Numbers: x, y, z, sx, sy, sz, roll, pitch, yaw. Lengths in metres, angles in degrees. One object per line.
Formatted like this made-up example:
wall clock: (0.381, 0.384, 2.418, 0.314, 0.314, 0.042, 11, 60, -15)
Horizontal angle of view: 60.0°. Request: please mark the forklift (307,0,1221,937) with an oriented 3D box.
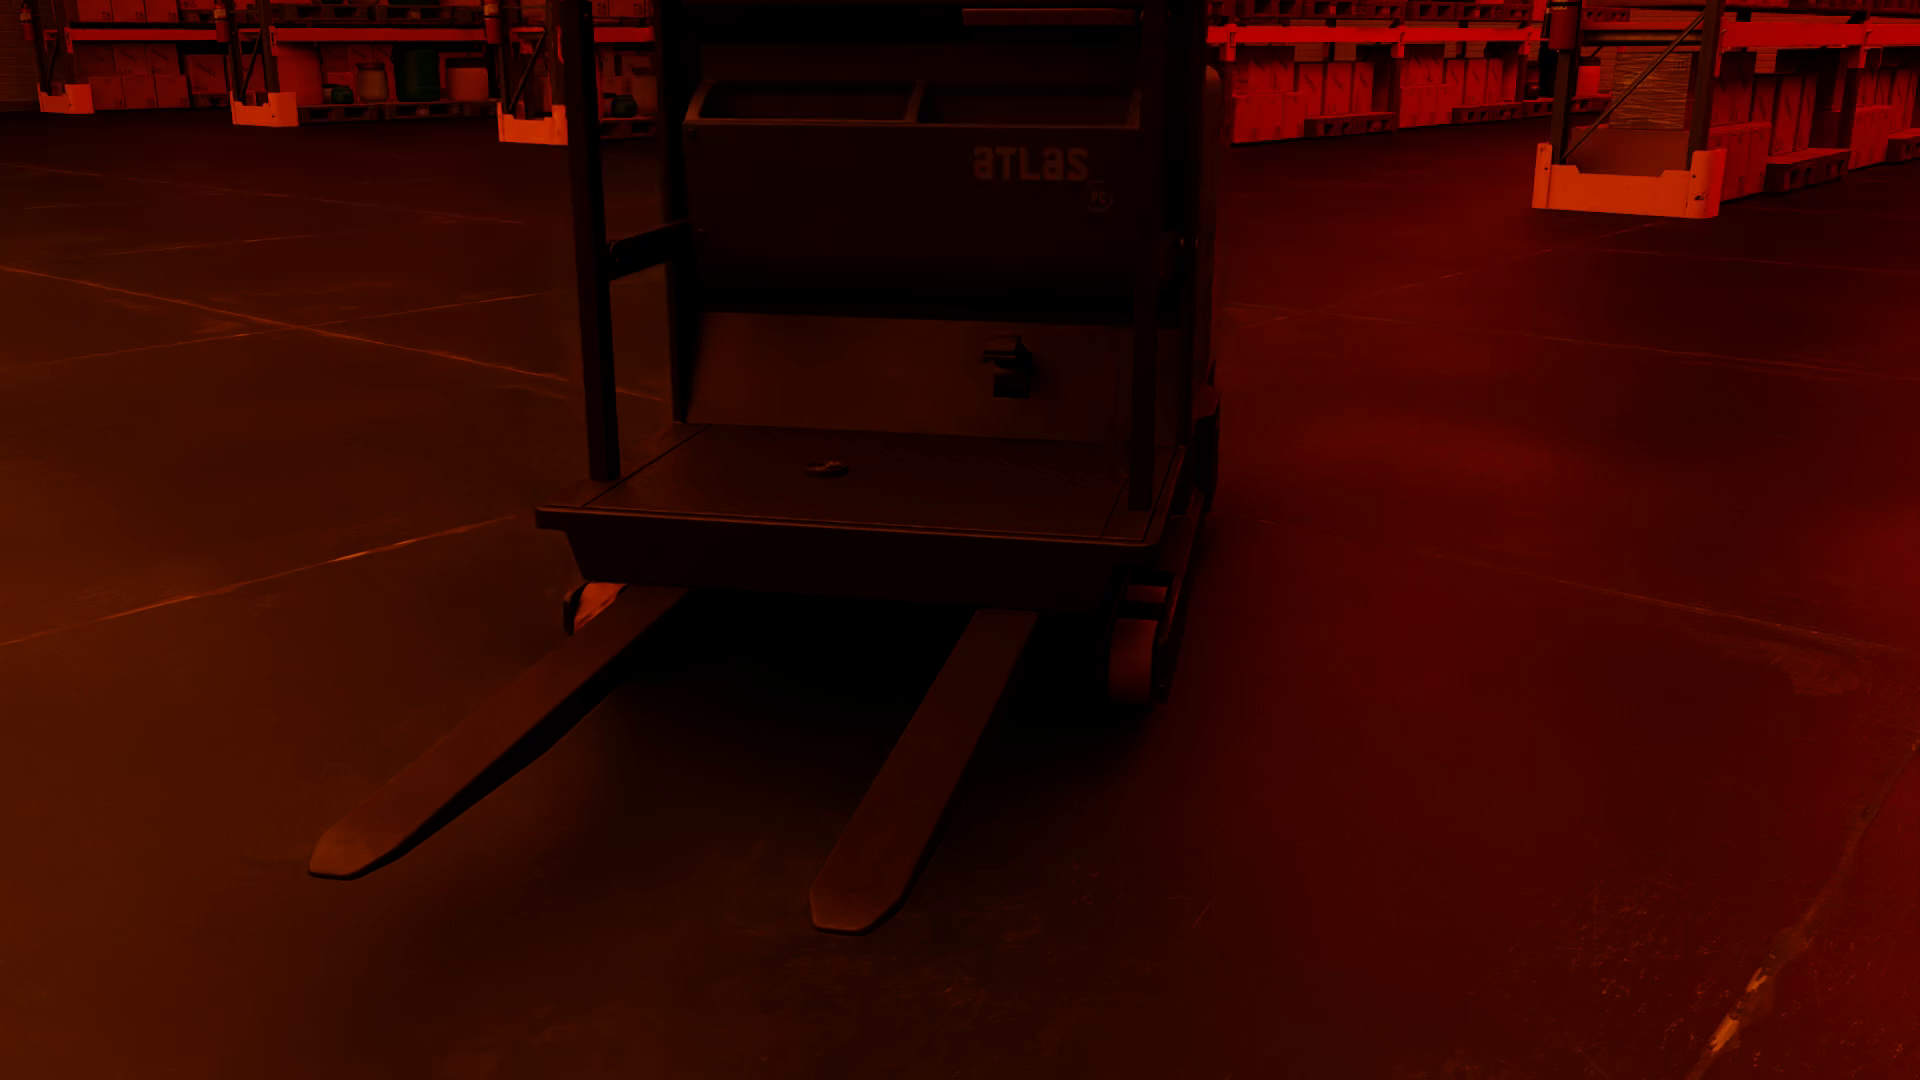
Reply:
forklift: (-0.119, -1.218, 2.908, 1.130, 2.935, 3.031, 3, 17, 11)
